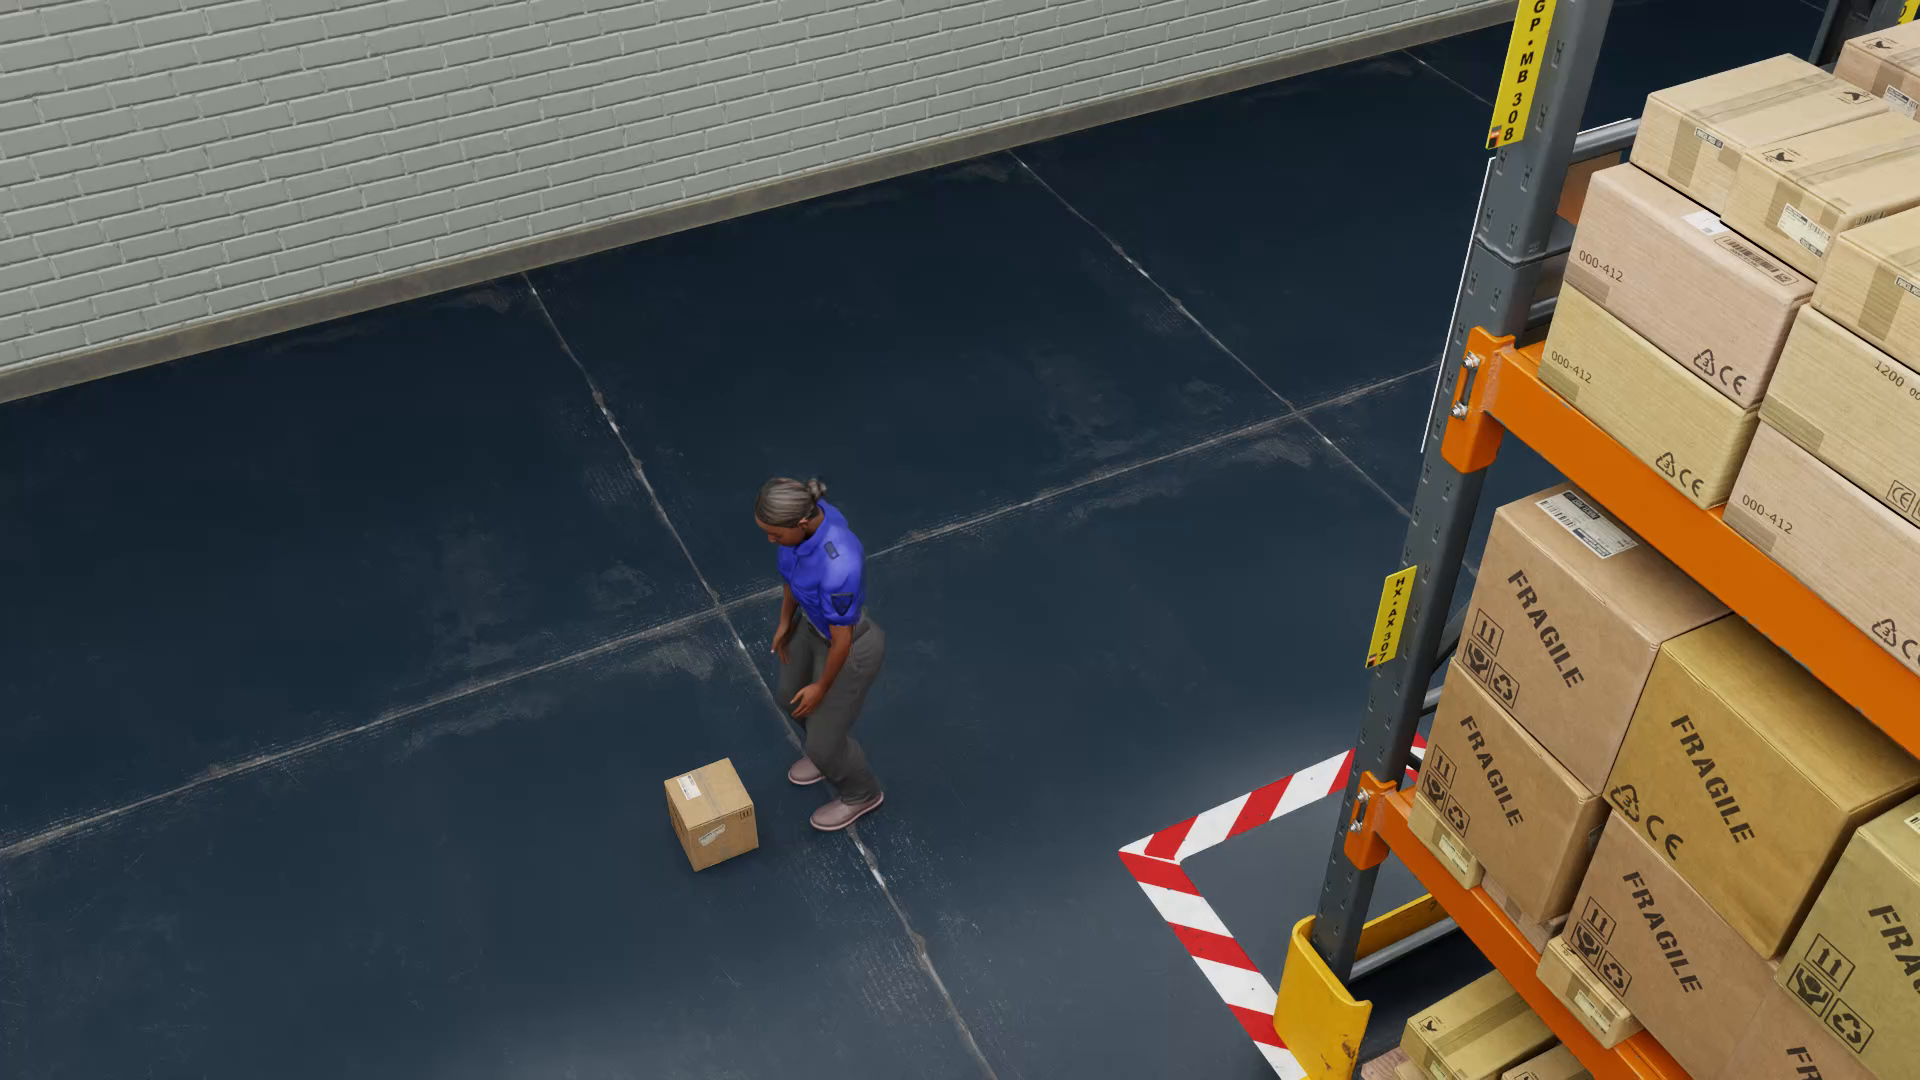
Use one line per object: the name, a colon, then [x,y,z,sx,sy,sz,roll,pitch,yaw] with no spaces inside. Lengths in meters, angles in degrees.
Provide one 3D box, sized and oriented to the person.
person: [-0.465,0.386,5.794,0.411,1.583,0.465,-18,45,-19]
